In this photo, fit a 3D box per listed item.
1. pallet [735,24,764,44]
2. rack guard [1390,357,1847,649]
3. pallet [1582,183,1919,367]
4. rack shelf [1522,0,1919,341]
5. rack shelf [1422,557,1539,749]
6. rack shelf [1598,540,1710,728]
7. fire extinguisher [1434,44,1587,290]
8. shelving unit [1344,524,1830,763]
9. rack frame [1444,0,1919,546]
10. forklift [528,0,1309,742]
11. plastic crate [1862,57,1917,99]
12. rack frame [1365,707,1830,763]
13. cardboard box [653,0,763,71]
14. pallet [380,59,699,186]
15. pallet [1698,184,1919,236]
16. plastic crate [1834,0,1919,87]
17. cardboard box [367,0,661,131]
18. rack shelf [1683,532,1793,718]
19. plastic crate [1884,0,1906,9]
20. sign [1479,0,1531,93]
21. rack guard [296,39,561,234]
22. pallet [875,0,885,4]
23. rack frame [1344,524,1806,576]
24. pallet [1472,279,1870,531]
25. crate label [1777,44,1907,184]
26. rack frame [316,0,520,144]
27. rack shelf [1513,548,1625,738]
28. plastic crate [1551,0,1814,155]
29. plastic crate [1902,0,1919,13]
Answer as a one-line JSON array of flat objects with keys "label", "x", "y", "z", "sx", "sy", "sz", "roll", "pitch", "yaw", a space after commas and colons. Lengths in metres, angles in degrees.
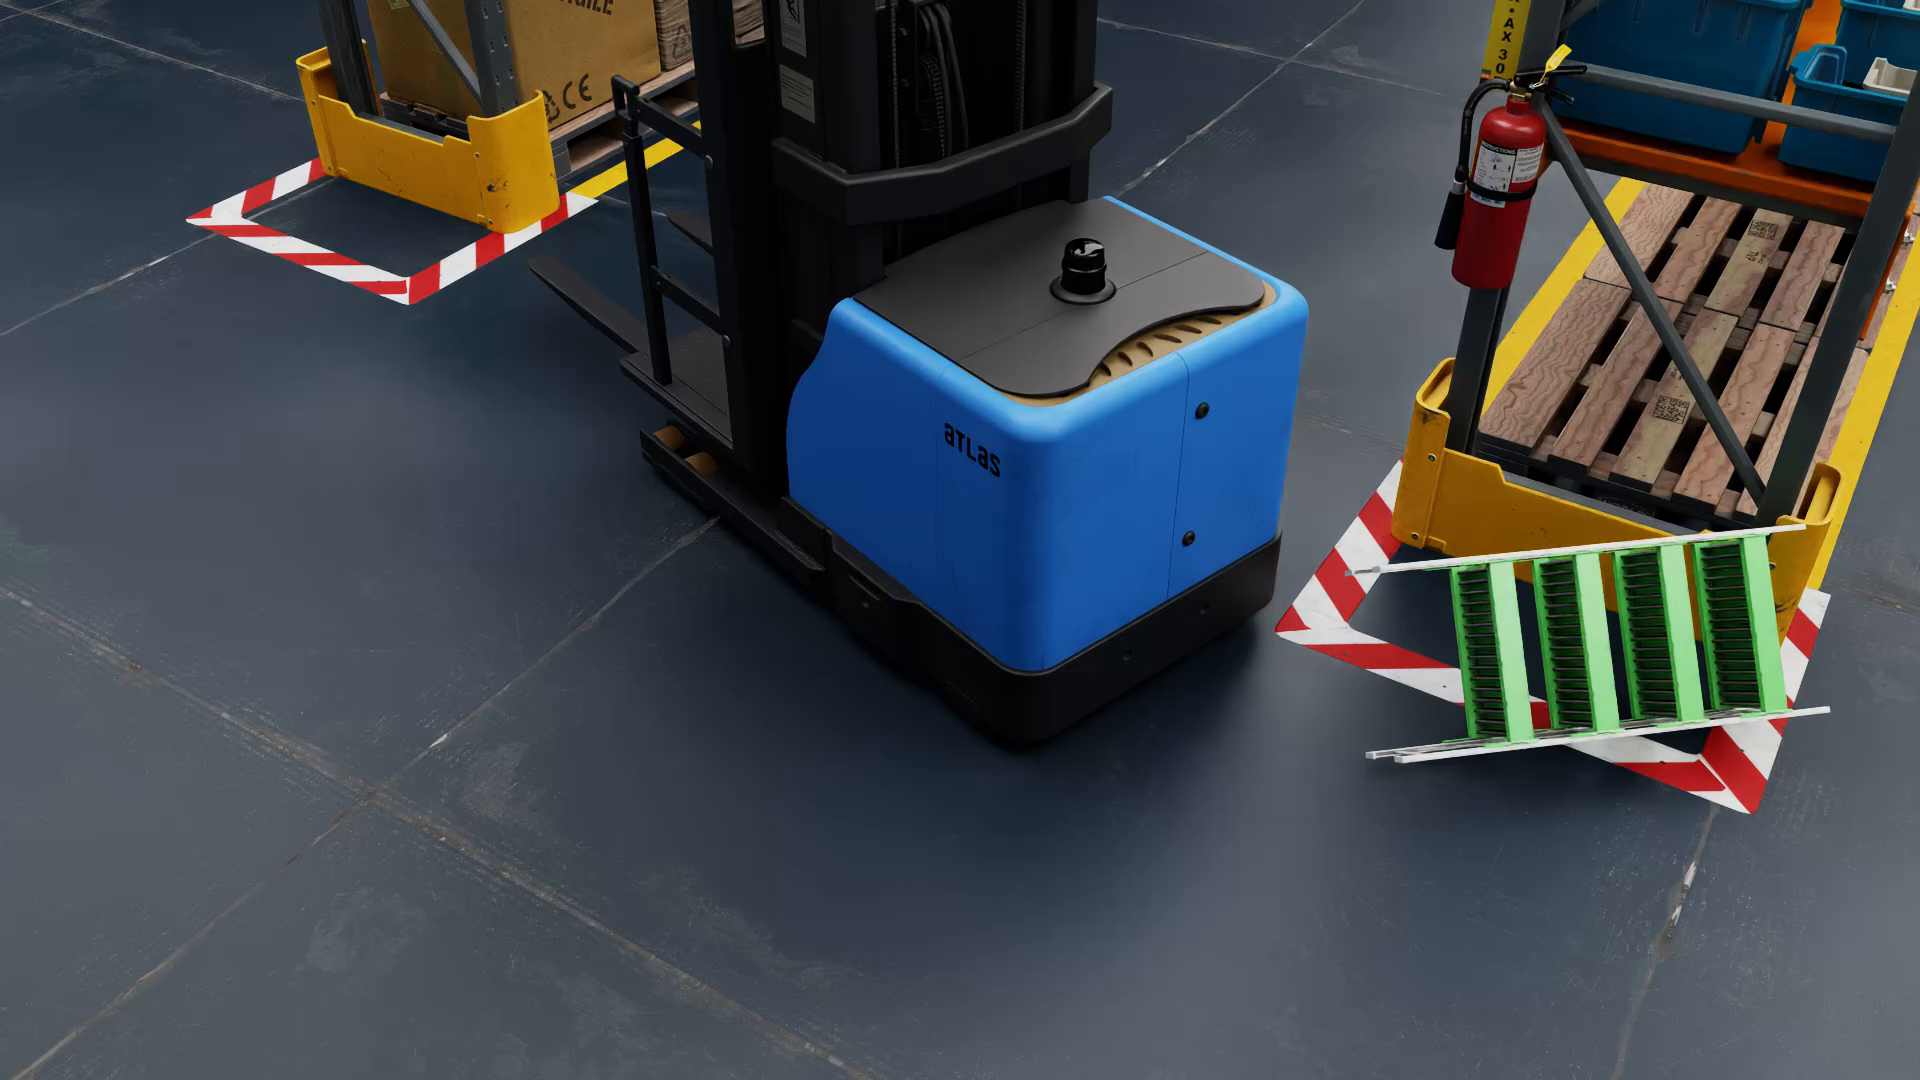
[{"label": "pallet", "x": -1.236, "y": -2.694, "z": 8.572, "sx": 1.003, "sy": 0.211, "sz": 1.213, "roll": 21, "pitch": 42, "yaw": 25}, {"label": "rack guard", "x": 1.928, "y": -0.108, "z": 4.980, "sx": 1.175, "sy": 0.500, "sz": 0.348, "roll": 21, "pitch": 42, "yaw": 25}, {"label": "pallet", "x": 3.059, "y": -1.049, "z": 6.438, "sx": 1.003, "sy": 0.211, "sz": 1.213, "roll": 21, "pitch": 42, "yaw": 25}, {"label": "rack shelf", "x": 3.001, "y": -1.860, "z": 5.796, "sx": 1.077, "sy": 0.370, "sz": 4.000, "roll": 21, "pitch": 42, "yaw": 25}, {"label": "rack shelf", "x": 1.369, "y": 0.297, "z": 4.388, "sx": 0.148, "sy": 0.480, "sz": 0.258, "roll": -5, "pitch": -3, "yaw": -9}, {"label": "rack shelf", "x": 1.841, "y": 0.254, "z": 4.464, "sx": 0.148, "sy": 0.480, "sz": 0.258, "roll": -5, "pitch": -3, "yaw": -9}, {"label": "fire extinguisher", "x": 1.465, "y": -1.007, "z": 4.468, "sx": 0.296, "sy": 0.674, "sz": 0.183, "roll": 21, "pitch": 42, "yaw": 25}, {"label": "shelving unit", "x": 1.668, "y": 0.270, "z": 4.436, "sx": 1.200, "sy": 0.503, "sz": 0.258, "roll": -5, "pitch": -3, "yaw": -9}, {"label": "rack frame", "x": 1.930, "y": -1.114, "z": 4.239, "sx": 1.000, "sy": 3.000, "sz": 0.127, "roll": 21, "pitch": 42, "yaw": 25}, {"label": "forklift", "x": -0.399, "y": -1.453, "z": 4.735, "sx": 1.130, "sy": 2.935, "sz": 3.031, "roll": -27, "pitch": 45, "yaw": -30}, {"label": "plastic crate", "x": 2.582, "y": -1.191, "z": 4.506, "sx": 0.250, "sy": 0.136, "sz": 0.298, "roll": 21, "pitch": 42, "yaw": 25}, {"label": "rack frame", "x": 1.692, "y": 0.512, "z": 4.421, "sx": 1.200, "sy": 0.015, "sz": 0.240, "roll": -5, "pitch": -3, "yaw": -9}, {"label": "cardboard box", "x": -1.490, "y": -2.884, "z": 7.931, "sx": 0.875, "sy": 0.875, "sz": 0.875, "roll": 21, "pitch": 42, "yaw": 25}, {"label": "pallet", "x": -1.890, "y": -2.068, "z": 7.759, "sx": 1.003, "sy": 0.211, "sz": 1.213, "roll": 21, "pitch": 42, "yaw": 25}, {"label": "pallet", "x": 3.712, "y": -1.680, "z": 7.257, "sx": 1.003, "sy": 0.211, "sz": 1.213, "roll": 21, "pitch": 42, "yaw": 25}, {"label": "plastic crate", "x": 2.693, "y": -1.431, "z": 4.737, "sx": 0.416, "sy": 0.233, "sz": 0.300, "roll": 21, "pitch": 42, "yaw": 25}, {"label": "cardboard box", "x": -1.977, "y": -2.415, "z": 7.323, "sx": 0.875, "sy": 0.875, "sz": 0.875, "roll": 21, "pitch": 42, "yaw": 25}, {"label": "rack shelf", "x": 2.077, "y": 0.232, "z": 4.502, "sx": 0.148, "sy": 0.480, "sz": 0.258, "roll": -5, "pitch": -3, "yaw": -9}, {"label": "plastic crate", "x": 3.045, "y": -1.770, "z": 5.177, "sx": 0.416, "sy": 0.233, "sz": 0.300, "roll": 21, "pitch": 42, "yaw": 25}, {"label": "sign", "x": 1.457, "y": -1.350, "z": 4.411, "sx": 0.100, "sy": 0.325, "sz": 0.005, "roll": 21, "pitch": 42, "yaw": 25}, {"label": "rack guard", "x": -2.265, "y": -1.732, "z": 7.087, "sx": 1.175, "sy": 0.500, "sz": 0.348, "roll": 21, "pitch": 42, "yaw": 25}, {"label": "pallet", "x": -0.583, "y": -3.326, "z": 9.391, "sx": 1.003, "sy": 0.211, "sz": 1.213, "roll": 21, "pitch": 42, "yaw": 25}, {"label": "rack frame", "x": 1.643, "y": 0.027, "z": 4.451, "sx": 1.200, "sy": 0.015, "sz": 0.240, "roll": -5, "pitch": -3, "yaw": -9}, {"label": "pallet", "x": 2.404, "y": -0.422, "z": 5.625, "sx": 1.003, "sy": 0.211, "sz": 1.213, "roll": 21, "pitch": 42, "yaw": 25}, {"label": "crate label", "x": 2.340, "y": -1.091, "z": 4.297, "sx": 0.416, "sy": 0.233, "sz": 0.303, "roll": 21, "pitch": 42, "yaw": 25}, {"label": "rack frame", "x": -2.252, "y": -2.734, "z": 6.340, "sx": 1.000, "sy": 3.000, "sz": 0.127, "roll": 21, "pitch": 42, "yaw": 25}, {"label": "rack shelf", "x": 1.605, "y": 0.275, "z": 4.426, "sx": 0.148, "sy": 0.480, "sz": 0.258, "roll": -5, "pitch": -3, "yaw": -9}, {"label": "plastic crate", "x": 1.951, "y": -1.386, "z": 4.513, "sx": 0.616, "sy": 0.435, "sz": 0.499, "roll": 21, "pitch": 42, "yaw": 25}, {"label": "plastic crate", "x": 2.945, "y": -1.541, "z": 4.959, "sx": 0.250, "sy": 0.136, "sz": 0.298, "roll": 21, "pitch": 42, "yaw": 25}]
